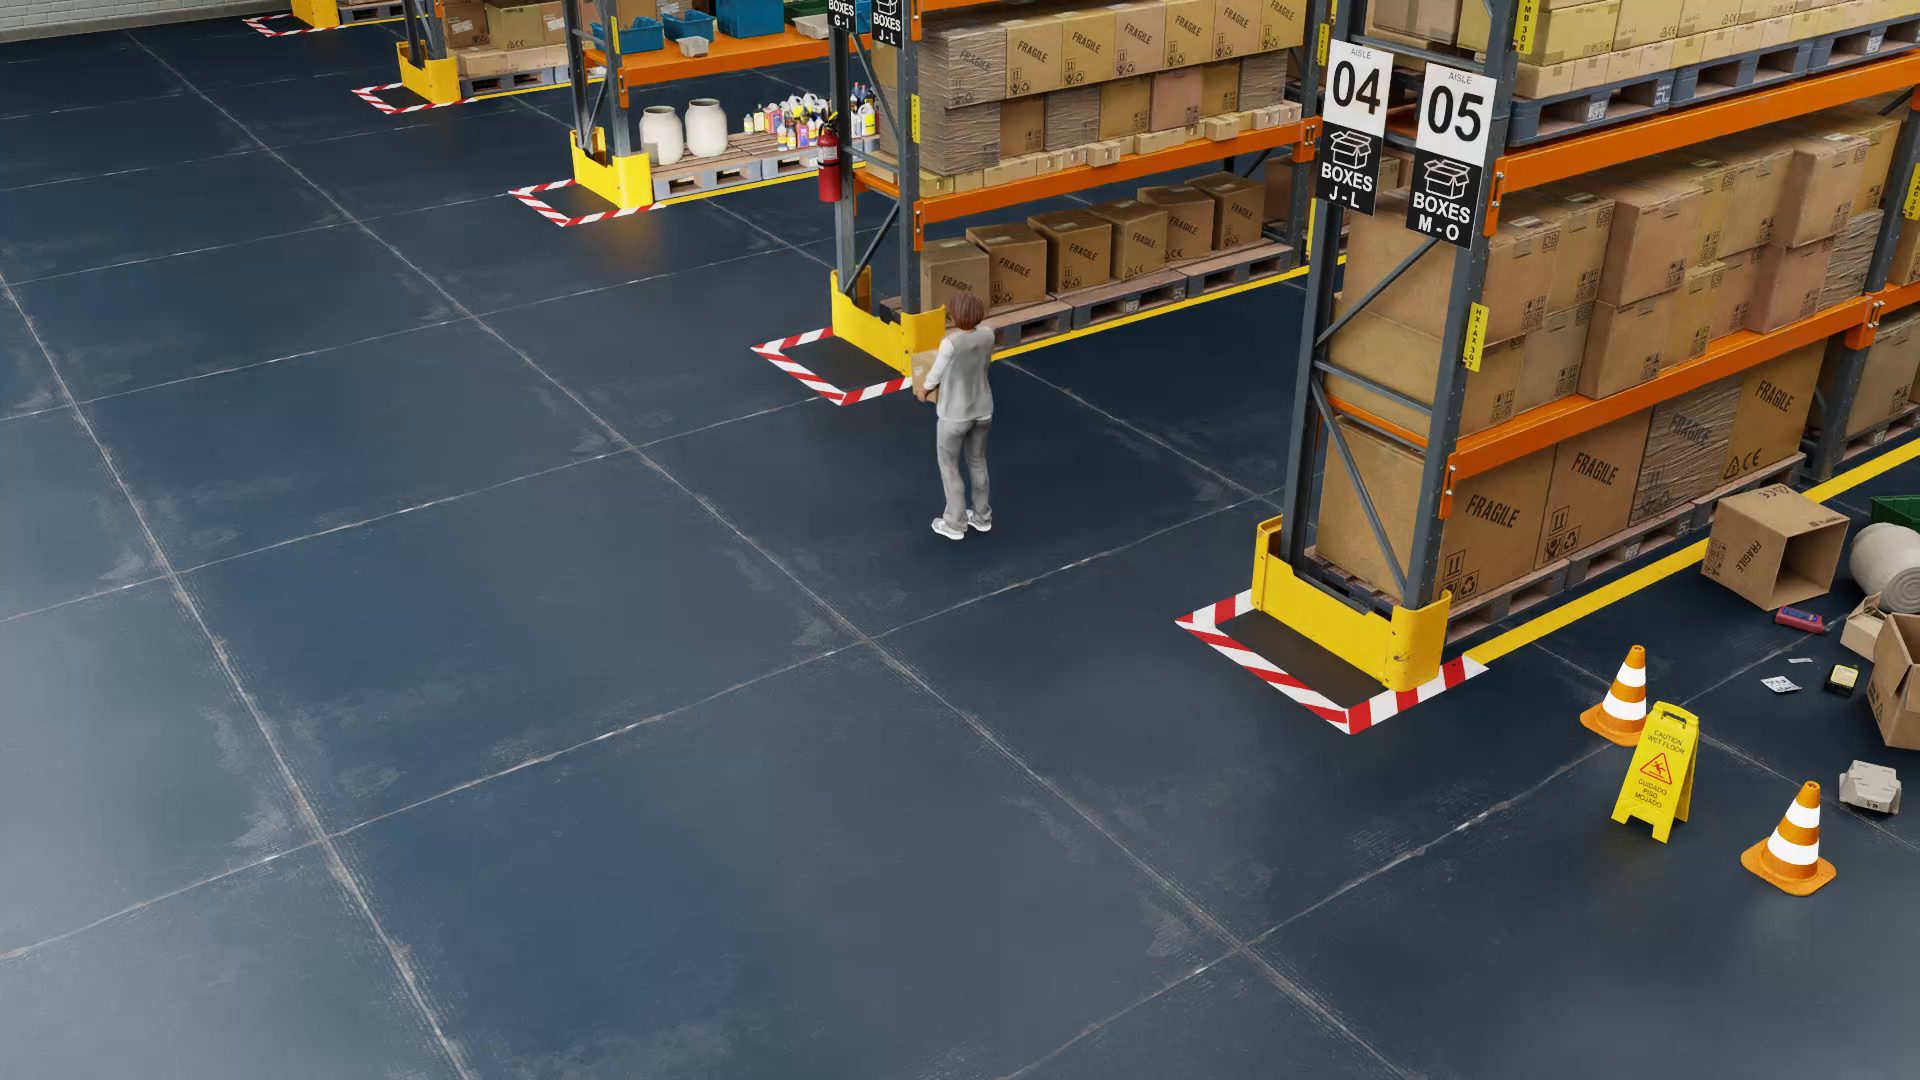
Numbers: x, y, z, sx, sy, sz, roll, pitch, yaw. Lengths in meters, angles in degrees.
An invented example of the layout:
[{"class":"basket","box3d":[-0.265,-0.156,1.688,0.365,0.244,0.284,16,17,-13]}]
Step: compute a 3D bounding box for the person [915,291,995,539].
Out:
[{"class":"person","box3d":[-0.023,-0.787,10.061,0.401,1.596,0.495,-19,34,-30]}]
